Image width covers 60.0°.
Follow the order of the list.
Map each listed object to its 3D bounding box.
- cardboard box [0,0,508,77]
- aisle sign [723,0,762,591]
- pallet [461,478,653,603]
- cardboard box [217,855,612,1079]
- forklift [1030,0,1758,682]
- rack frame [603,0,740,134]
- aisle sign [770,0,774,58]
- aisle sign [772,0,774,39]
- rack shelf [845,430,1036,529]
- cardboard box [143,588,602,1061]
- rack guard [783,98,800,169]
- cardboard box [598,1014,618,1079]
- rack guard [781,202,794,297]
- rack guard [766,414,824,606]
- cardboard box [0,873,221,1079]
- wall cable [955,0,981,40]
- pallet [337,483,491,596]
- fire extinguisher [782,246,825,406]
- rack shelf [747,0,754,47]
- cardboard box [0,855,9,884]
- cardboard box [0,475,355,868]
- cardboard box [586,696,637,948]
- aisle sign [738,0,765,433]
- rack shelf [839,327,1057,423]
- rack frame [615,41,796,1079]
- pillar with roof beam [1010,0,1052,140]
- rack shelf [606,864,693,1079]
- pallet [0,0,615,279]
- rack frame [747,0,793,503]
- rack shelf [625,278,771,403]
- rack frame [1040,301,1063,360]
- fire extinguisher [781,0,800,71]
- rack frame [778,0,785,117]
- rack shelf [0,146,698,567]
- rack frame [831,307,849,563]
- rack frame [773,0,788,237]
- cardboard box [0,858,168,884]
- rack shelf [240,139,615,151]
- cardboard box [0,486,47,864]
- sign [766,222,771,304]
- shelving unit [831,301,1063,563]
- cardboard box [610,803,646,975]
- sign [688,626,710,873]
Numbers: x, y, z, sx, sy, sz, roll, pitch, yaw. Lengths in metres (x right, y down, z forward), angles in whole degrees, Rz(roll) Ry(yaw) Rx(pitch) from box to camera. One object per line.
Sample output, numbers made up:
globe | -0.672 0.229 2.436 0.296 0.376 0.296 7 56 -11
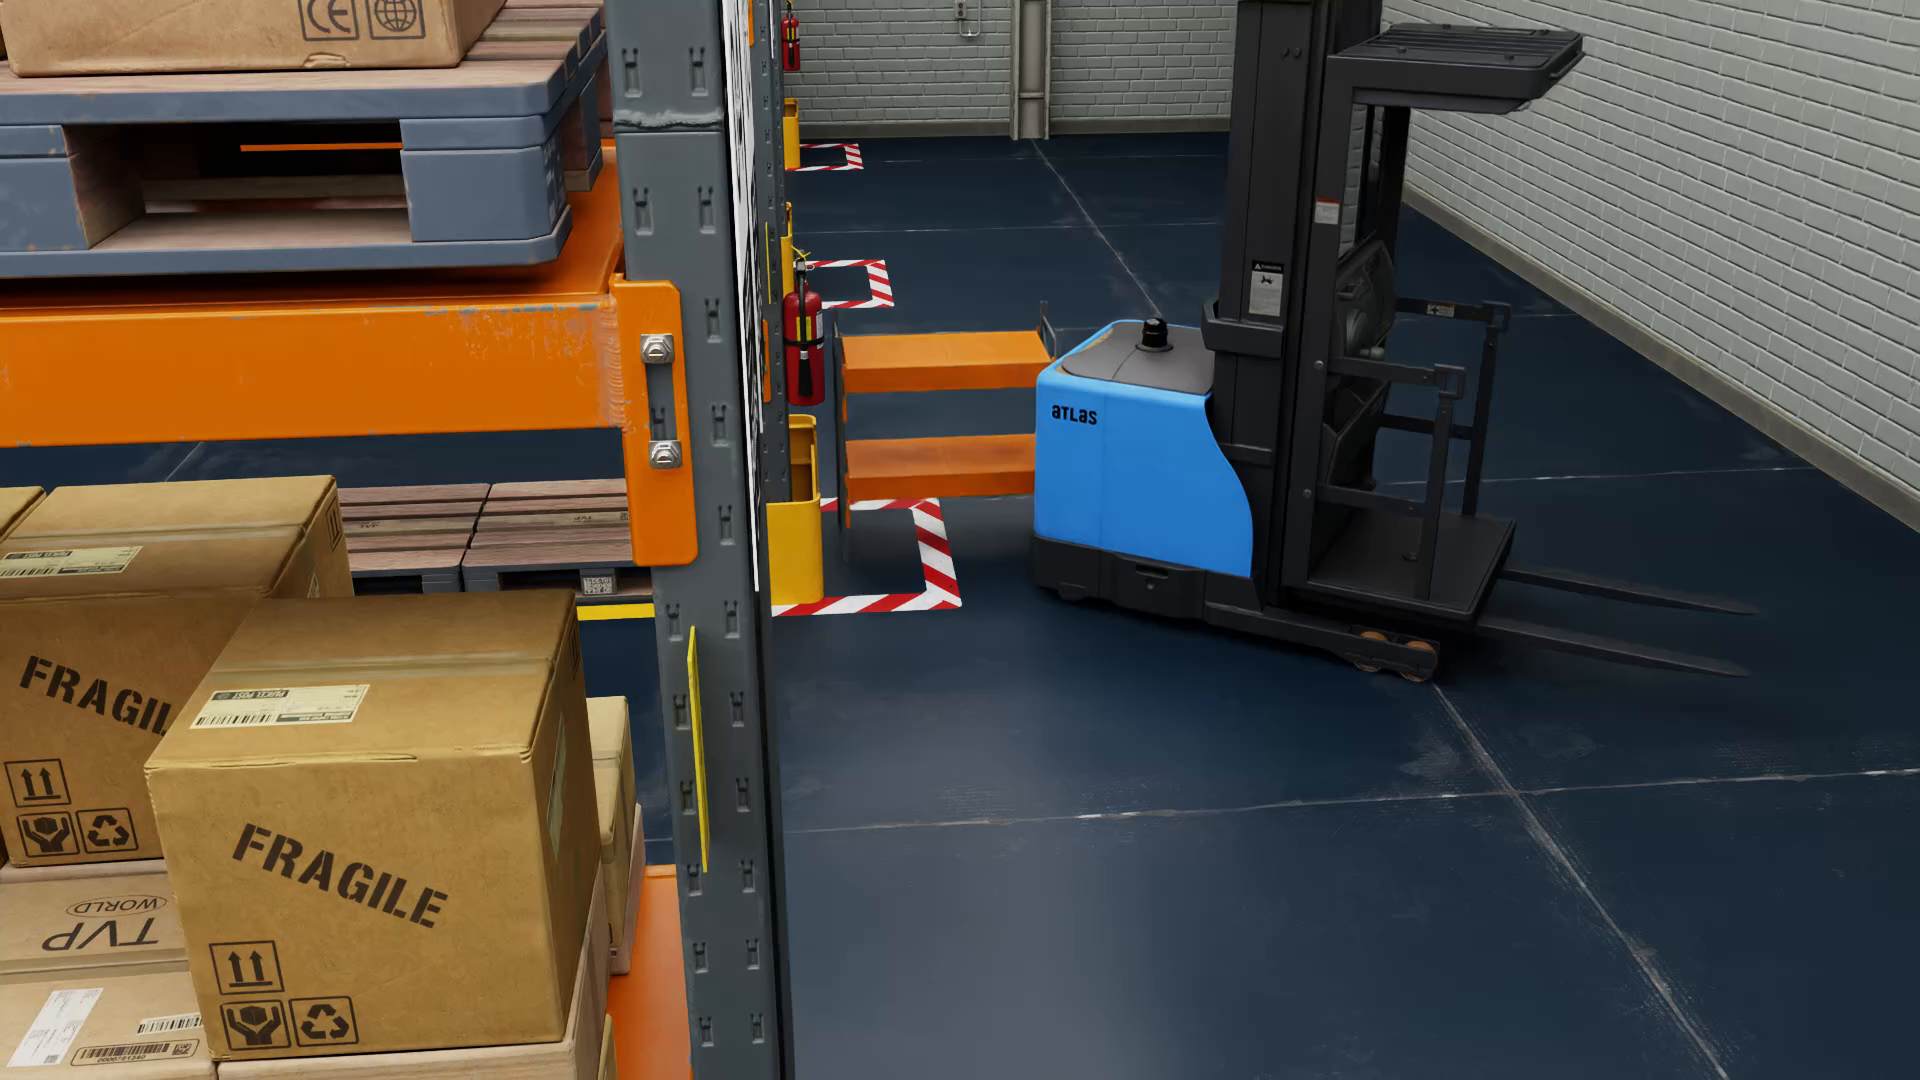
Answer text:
cardboard box | -0.898 -0.915 2.158 0.500 0.500 0.700 -4 24 -8
aisle sign | -0.285 -0.373 2.195 0.004 0.787 0.394 -2 24 -5
pallet | -1.697 -0.014 8.021 1.213 0.211 1.003 -2 24 -5
cardboard box | -0.842 0.756 2.674 0.500 0.250 0.500 -3 24 -6
forklift | 1.874 -0.996 6.883 3.031 2.935 1.130 11 26 24
rack frame | -0.386 -2.044 1.770 0.127 3.000 1.000 -2 24 -5
aisle sign | -0.773 -2.377 6.705 0.004 0.787 0.394 -2 24 -5
aisle sign | -0.831 -2.616 7.242 0.004 0.787 0.394 -2 24 -5
rack shelf | -0.072 -0.305 8.153 1.000 0.278 0.538 -2 24 -6
cardboard box | -0.845 0.413 2.524 0.500 0.500 0.500 -2 24 -4
rack guard | -1.823 -4.168 17.012 0.348 0.500 1.175 -2 24 -5
cardboard box | -0.708 0.959 2.709 0.250 0.149 0.380 -2 24 -4
rack guard | -1.432 -2.162 12.499 0.348 0.500 1.175 -2 24 -5
rack guard | -0.850 -0.169 8.015 0.348 0.500 1.175 -2 24 -5
cardboard box | -1.347 0.776 2.629 0.500 0.250 0.500 -3 24 -6
wall cable | -0.665 -6.207 17.271 1.851 1.984 0.084 -2 24 -5
pallet | -2.909 0.034 7.914 1.213 0.211 1.003 -2 24 -5
fire extinguisher | -0.678 -0.922 7.185 0.183 0.674 0.296 -2 24 -5
rack shelf | -2.863 -2.267 6.850 4.000 0.370 1.077 -2 24 -5
cardboard box | -1.907 0.582 3.067 0.500 0.250 0.500 -3 24 -7
cardboard box | -1.388 0.217 2.964 0.500 0.500 0.500 -3 24 -6
cardboard box | -0.890 0.540 3.161 0.500 0.250 0.500 -3 24 -7
aisle sign | -0.344 -0.615 2.740 0.004 0.787 0.394 -2 24 -5
rack shelf | -0.072 -0.796 7.935 1.000 0.278 0.538 -2 24 -6
rack frame | -0.386 0.697 2.989 0.127 3.000 1.000 -2 24 -5
pillar with roof beam | 1.178 -6.768 12.398 0.400 9.000 9.100 -2 24 -5
rack shelf | -2.376 1.105 2.955 4.000 0.370 1.077 -2 24 -5
pallet | -1.123 -0.599 2.322 1.213 0.211 1.003 -2 24 -5
rack frame | -0.873 -1.305 7.493 0.127 3.000 1.000 -2 24 -5
rack shelf | -2.863 -0.896 7.460 4.000 0.370 1.077 -2 24 -5
rack frame | 0.433 -0.550 8.103 0.032 1.125 0.500 -2 24 -6
fire extinguisher | -1.651 -4.923 16.188 0.183 0.674 0.296 -2 24 -5
rack frame | -1.847 -5.309 16.502 0.127 3.000 1.000 -2 24 -5
rack shelf | -2.376 -0.265 2.346 4.000 0.370 1.077 -2 24 -5
rack frame | -0.578 -0.506 8.004 0.032 1.125 0.500 -2 24 -6
rack frame | -1.356 -3.307 11.998 0.127 3.000 1.000 -2 24 -5
cardboard box | -1.407 0.563 3.109 0.500 0.250 0.500 -3 24 -6
rack shelf | -3.346 -2.899 11.964 4.000 0.370 1.077 -2 24 -5
cardboard box | -1.903 0.240 2.912 0.500 0.500 0.500 -3 24 -7
sign | -0.803 -1.158 6.961 0.005 0.325 0.100 -2 24 -5
shelving unit | -0.072 -0.528 8.054 1.048 1.125 0.538 -2 24 -6
cardboard box | -0.772 0.693 3.308 0.250 0.149 0.380 -2 24 -5
sign | -0.347 0.279 2.211 0.005 0.325 0.100 -2 24 -5
